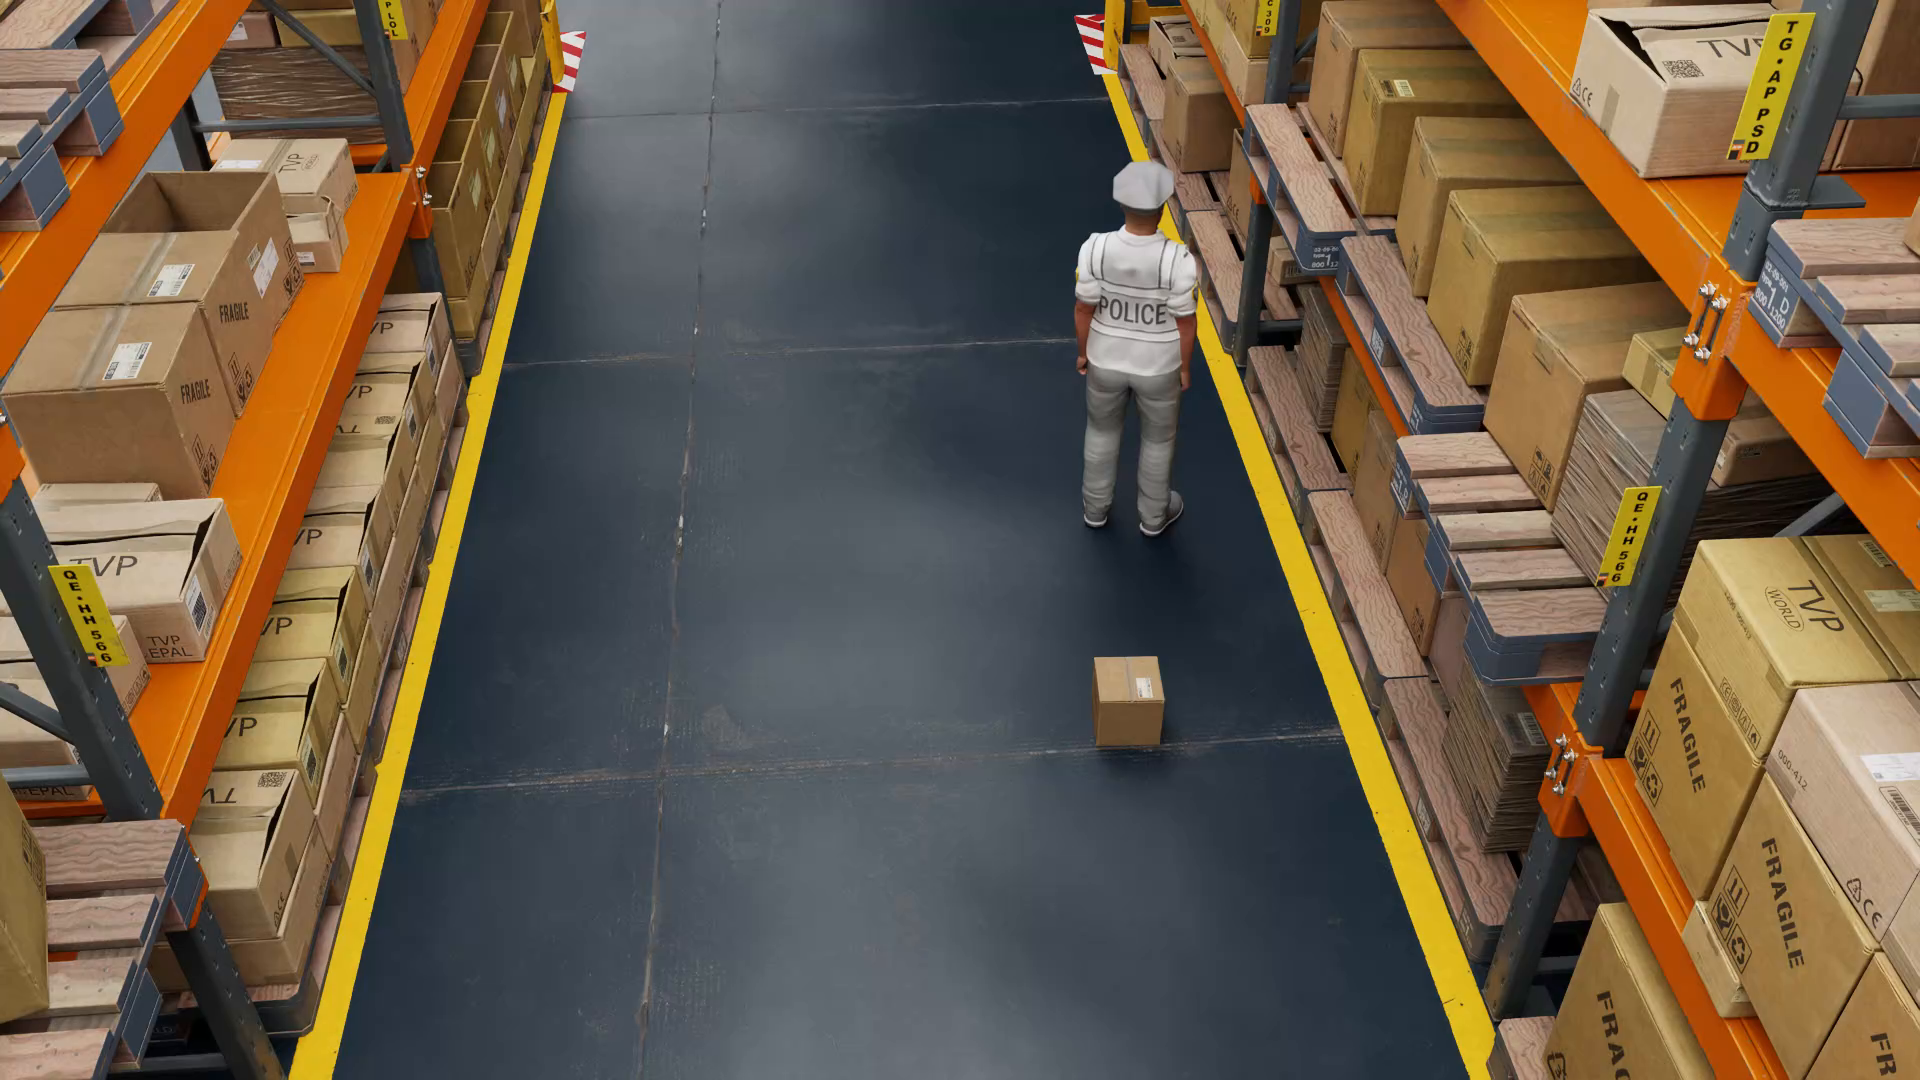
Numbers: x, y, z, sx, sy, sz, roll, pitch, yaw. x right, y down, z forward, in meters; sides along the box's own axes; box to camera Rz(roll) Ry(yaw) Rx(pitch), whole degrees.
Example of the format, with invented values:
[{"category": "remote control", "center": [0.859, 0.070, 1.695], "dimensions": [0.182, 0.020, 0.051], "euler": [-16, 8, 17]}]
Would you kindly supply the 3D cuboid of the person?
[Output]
[{"category": "person", "center": [0.749, -0.791, 7.117], "dimensions": [0.518, 1.771, 0.401], "euler": [10, 40, 13]}]
